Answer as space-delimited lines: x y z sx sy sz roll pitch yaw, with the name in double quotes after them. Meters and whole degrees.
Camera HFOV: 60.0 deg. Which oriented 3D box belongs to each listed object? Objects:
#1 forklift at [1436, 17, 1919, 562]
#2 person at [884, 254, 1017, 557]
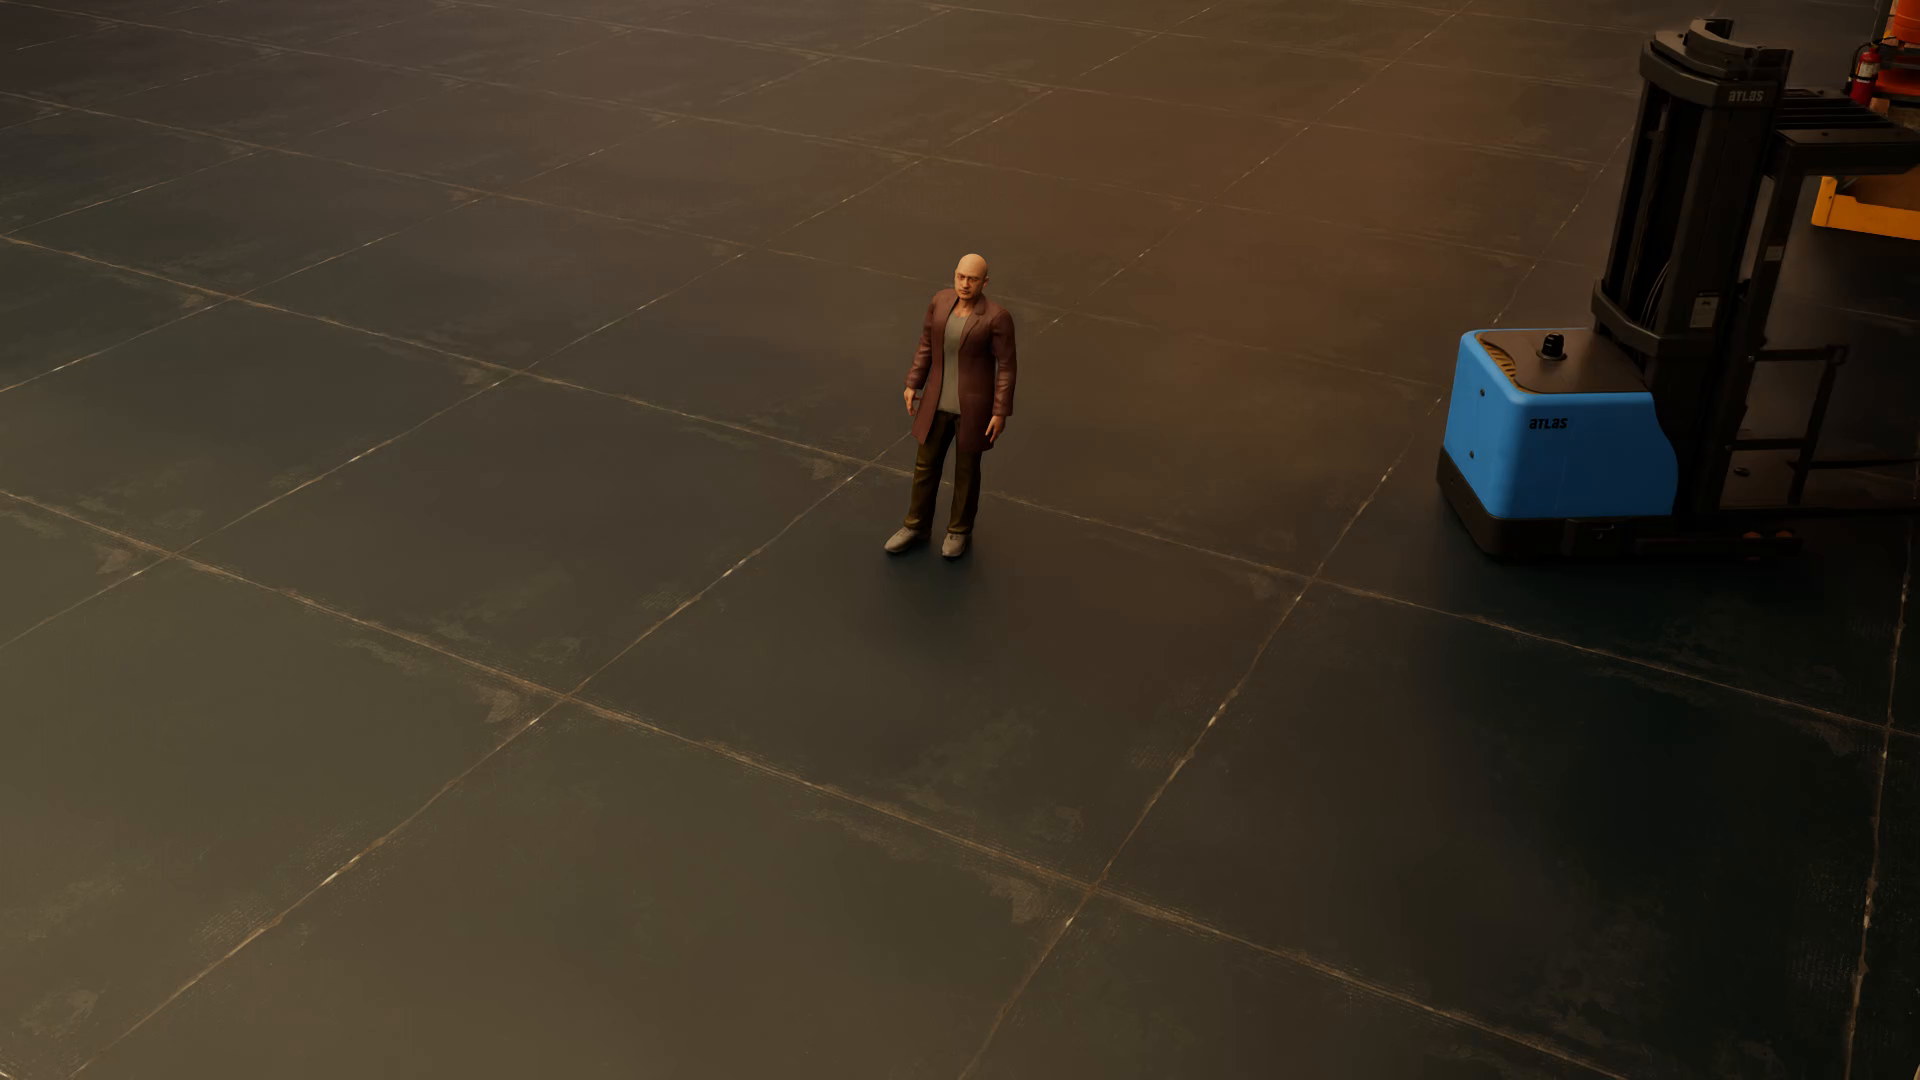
4.545 -1.412 9.517 3.031 2.935 1.130 -1 30 -3 "forklift"
-0.048 -0.737 9.487 0.698 1.777 0.579 15 33 25 "person"
